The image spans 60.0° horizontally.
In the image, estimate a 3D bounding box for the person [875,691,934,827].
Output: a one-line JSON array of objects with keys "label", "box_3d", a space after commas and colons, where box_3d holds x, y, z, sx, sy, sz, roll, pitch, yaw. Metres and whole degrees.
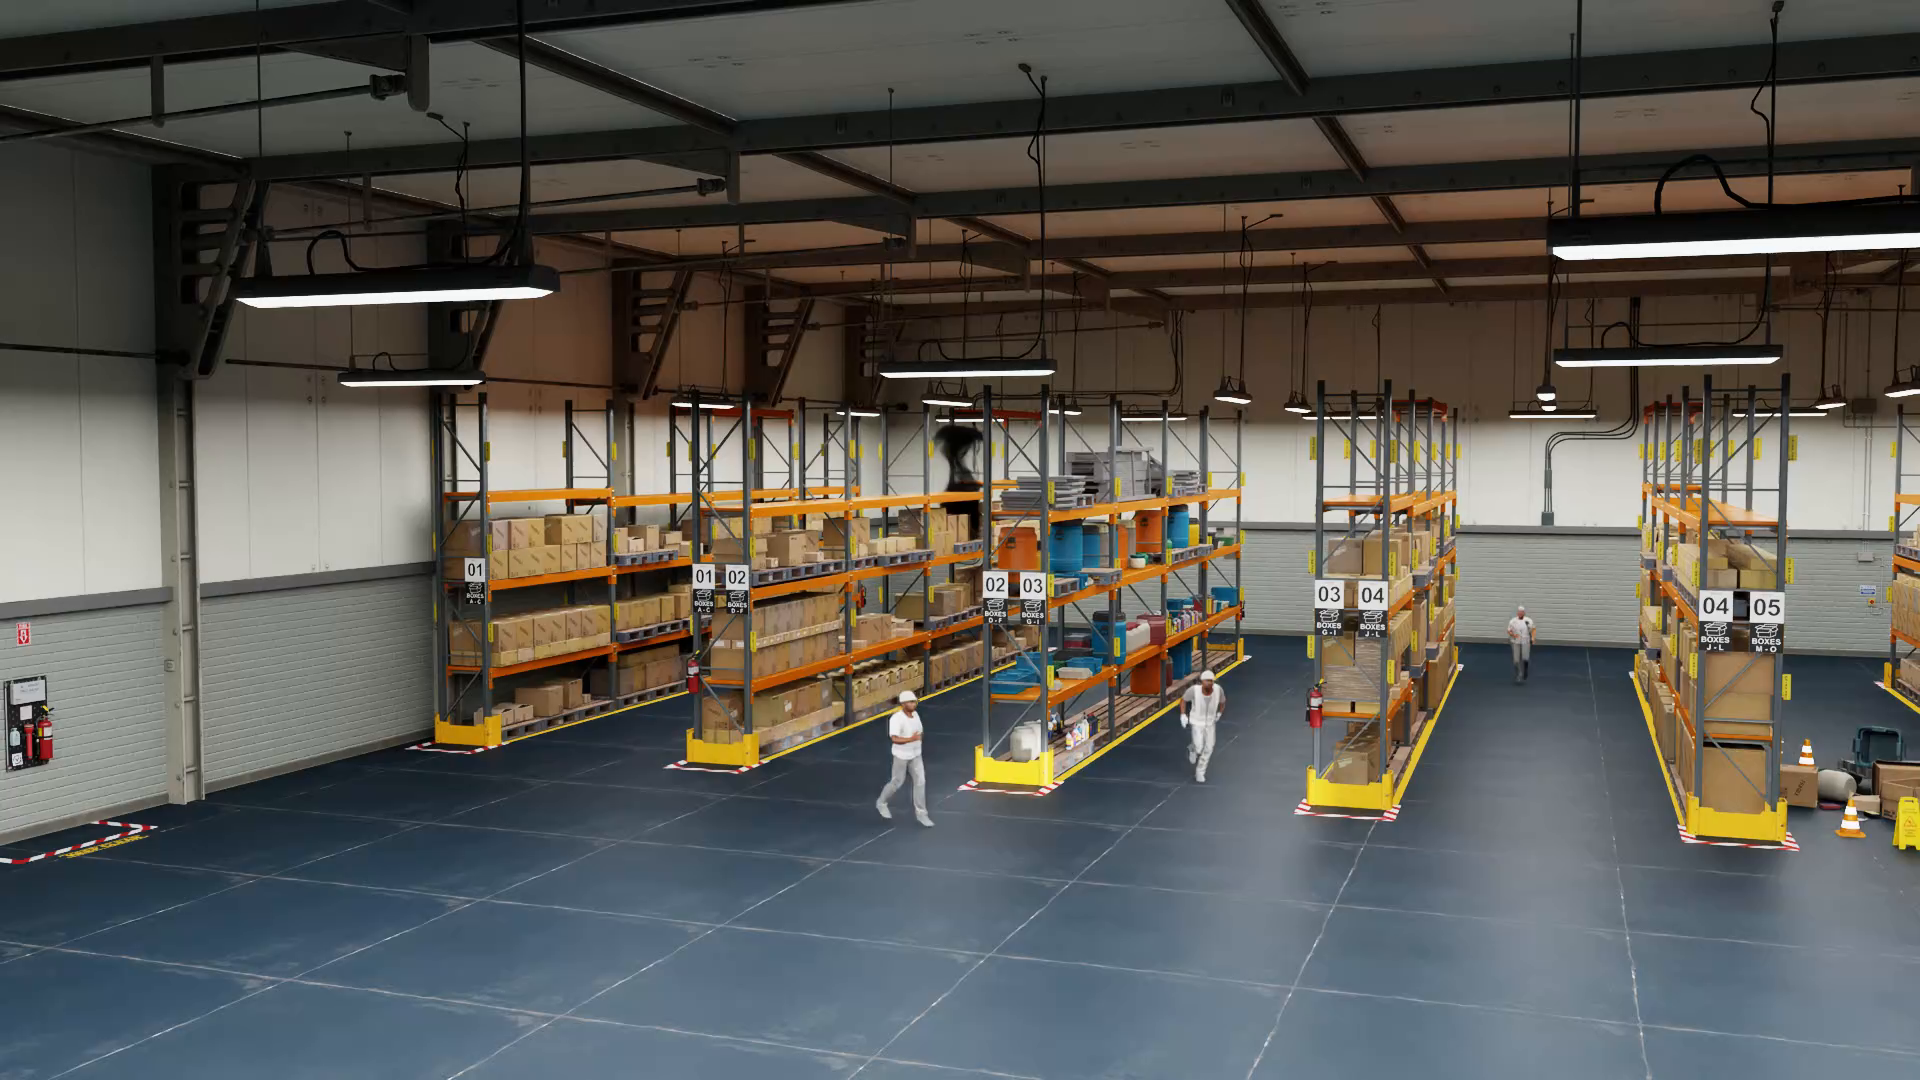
[{"label": "person", "box_3d": [-0.738, 2.903, 22.271, 0.950, 1.781, 0.688, 3, 4, 41]}]

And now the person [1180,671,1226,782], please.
[{"label": "person", "box_3d": [3.705, 2.815, 25.405, 0.678, 1.710, 0.812, -1, 3, -12]}]

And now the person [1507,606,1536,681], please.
[{"label": "person", "box_3d": [12.209, 2.259, 36.160, 0.593, 1.629, 0.577, 1, 3, 21]}]
